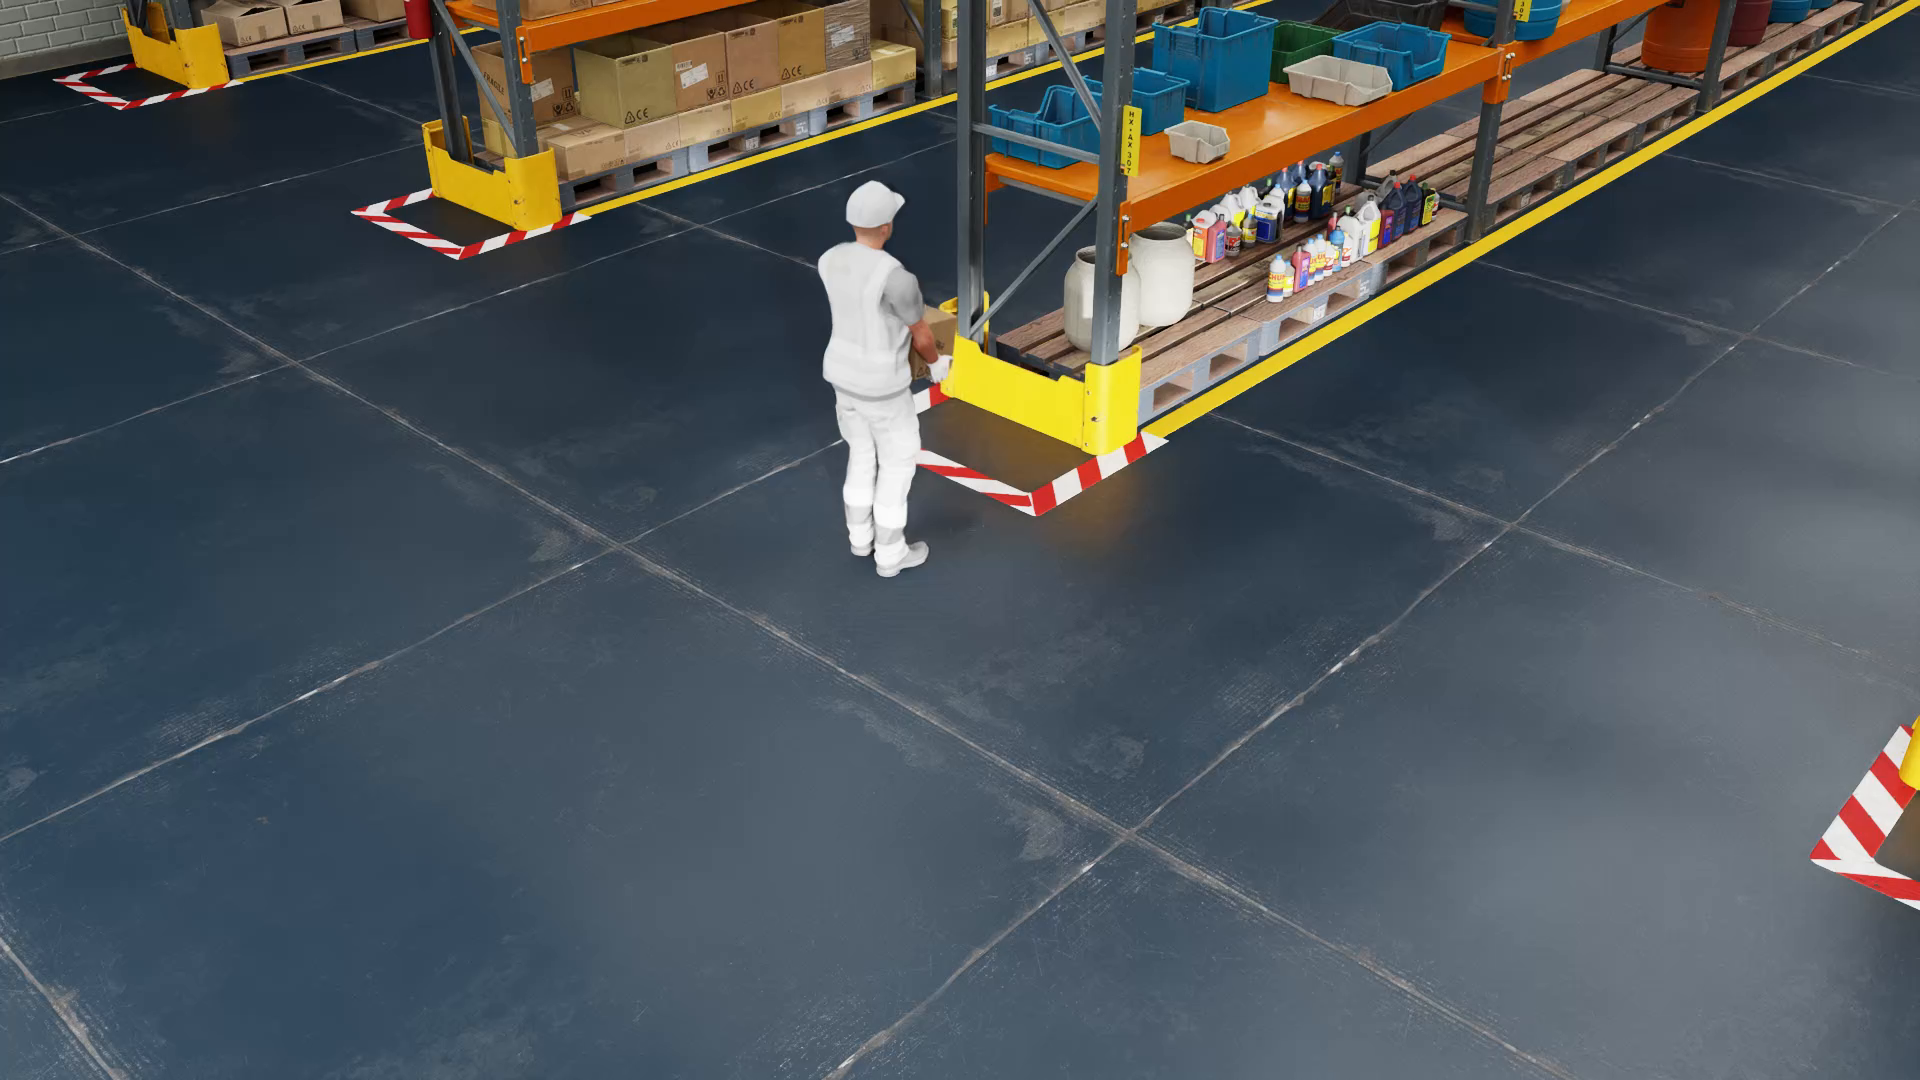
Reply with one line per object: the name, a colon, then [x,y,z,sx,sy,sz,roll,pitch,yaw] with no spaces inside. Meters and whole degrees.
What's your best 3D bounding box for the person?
person: [-0.324,-0.727,7.322,0.494,1.783,0.569,24,39,34]
